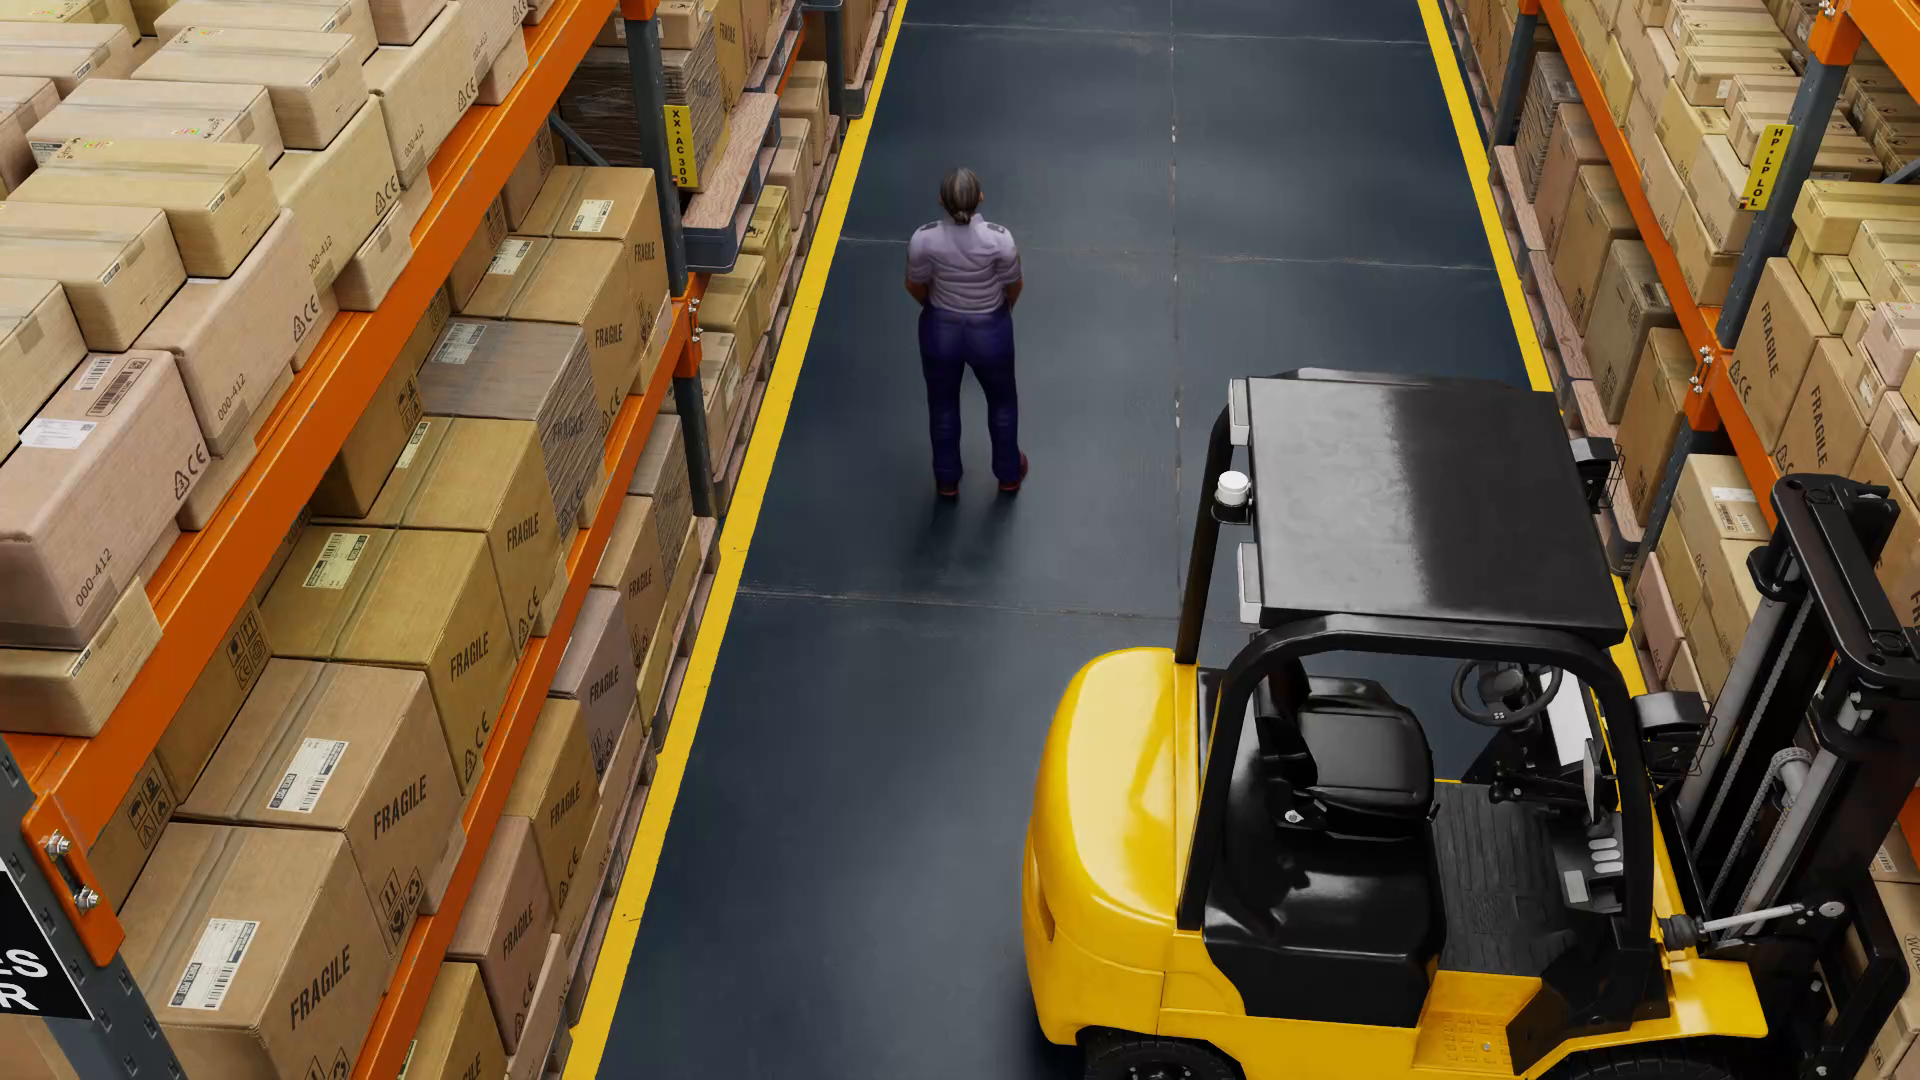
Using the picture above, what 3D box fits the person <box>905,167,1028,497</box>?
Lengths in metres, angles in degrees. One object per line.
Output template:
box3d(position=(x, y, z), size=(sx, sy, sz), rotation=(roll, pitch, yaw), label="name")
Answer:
box3d(position=(0.040, -0.907, 7.234), size=(0.544, 1.651, 0.421), rotation=(3, 40, 4), label="person")
